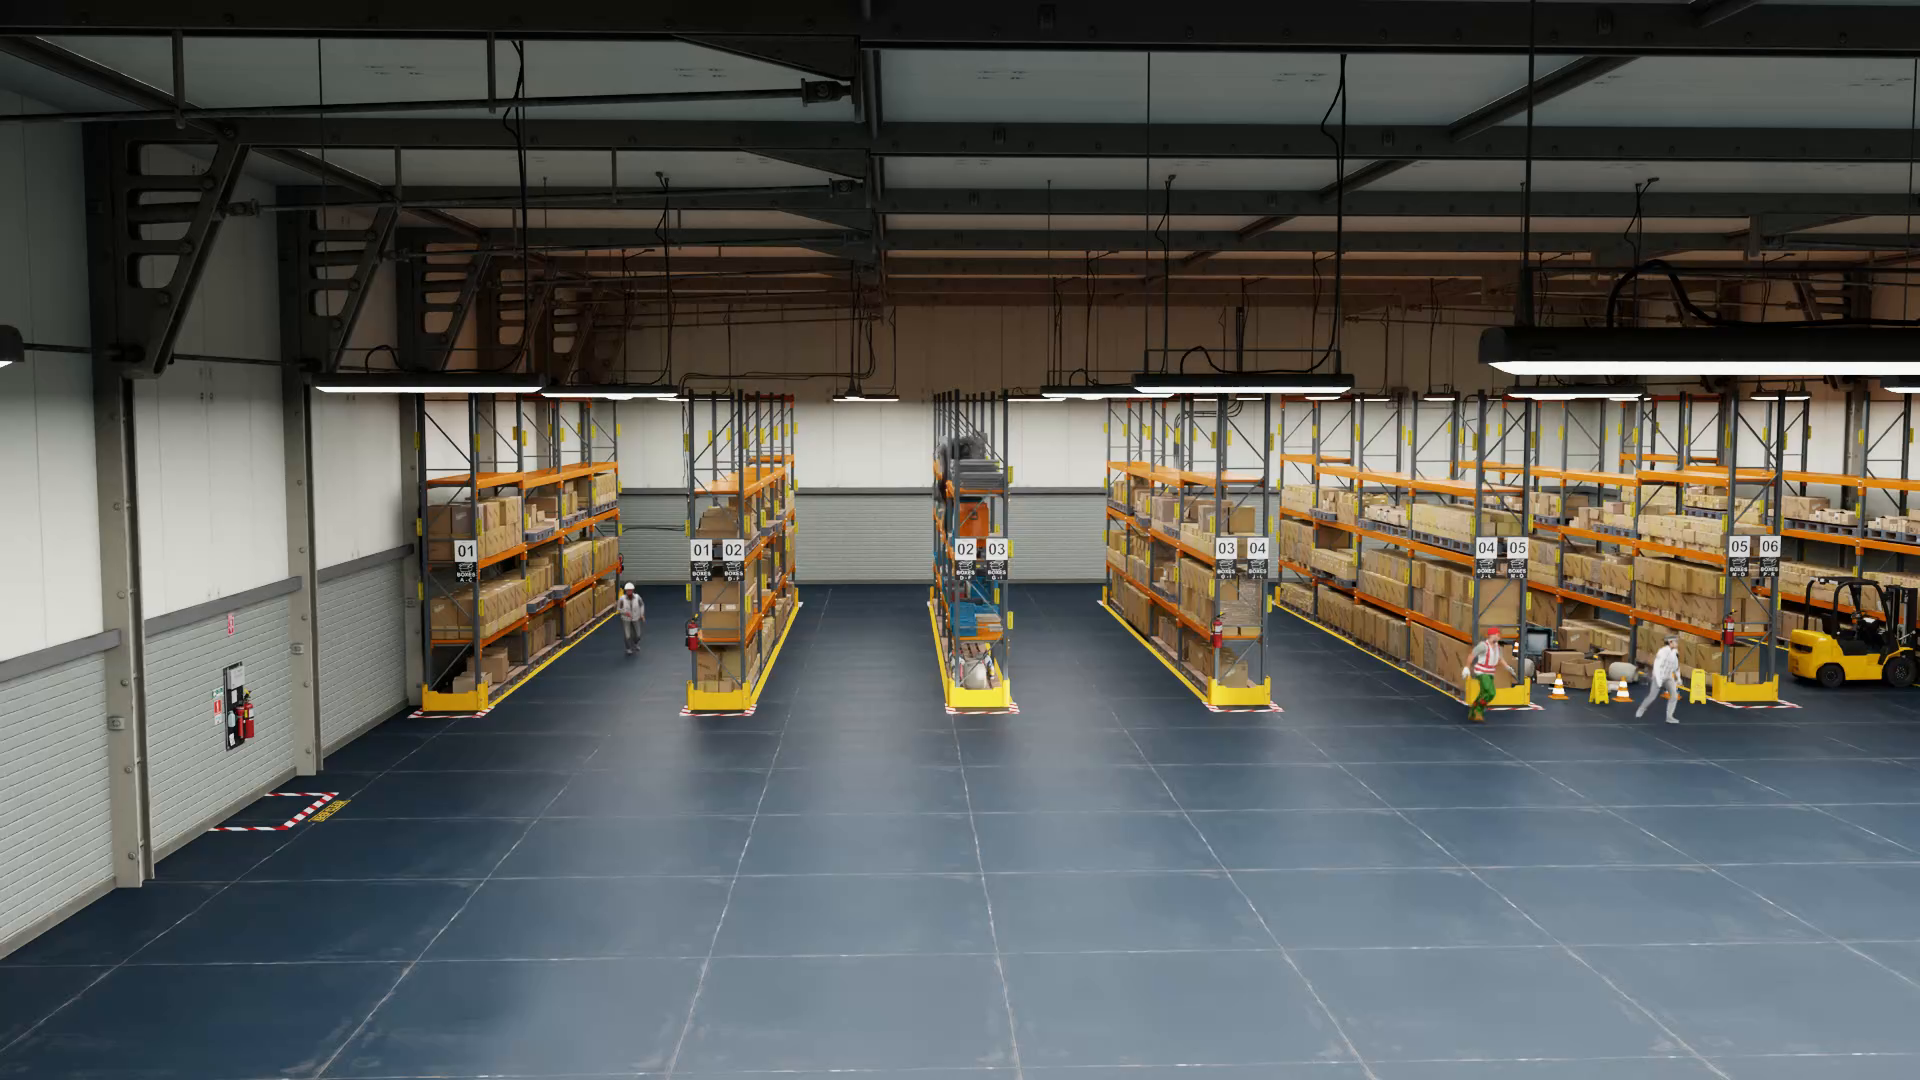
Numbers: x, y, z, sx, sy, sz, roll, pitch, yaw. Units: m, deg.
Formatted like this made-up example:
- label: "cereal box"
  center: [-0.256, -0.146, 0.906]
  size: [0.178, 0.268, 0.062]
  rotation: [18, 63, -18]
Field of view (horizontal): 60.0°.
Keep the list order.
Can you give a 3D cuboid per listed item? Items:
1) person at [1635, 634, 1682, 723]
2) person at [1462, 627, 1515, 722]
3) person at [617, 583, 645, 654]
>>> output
- label: "person"
  center: [12.693, 2.470, 30.102]
  size: [0.641, 1.606, 0.822]
  rotation: [-2, 5, -25]
- label: "person"
  center: [9.485, 2.412, 29.782]
  size: [0.654, 1.731, 0.783]
  rotation: [-4, 6, -39]
- label: "person"
  center: [-7.516, 1.799, 37.985]
  size: [0.650, 1.664, 0.747]
  rotation: [-2, 5, -19]
